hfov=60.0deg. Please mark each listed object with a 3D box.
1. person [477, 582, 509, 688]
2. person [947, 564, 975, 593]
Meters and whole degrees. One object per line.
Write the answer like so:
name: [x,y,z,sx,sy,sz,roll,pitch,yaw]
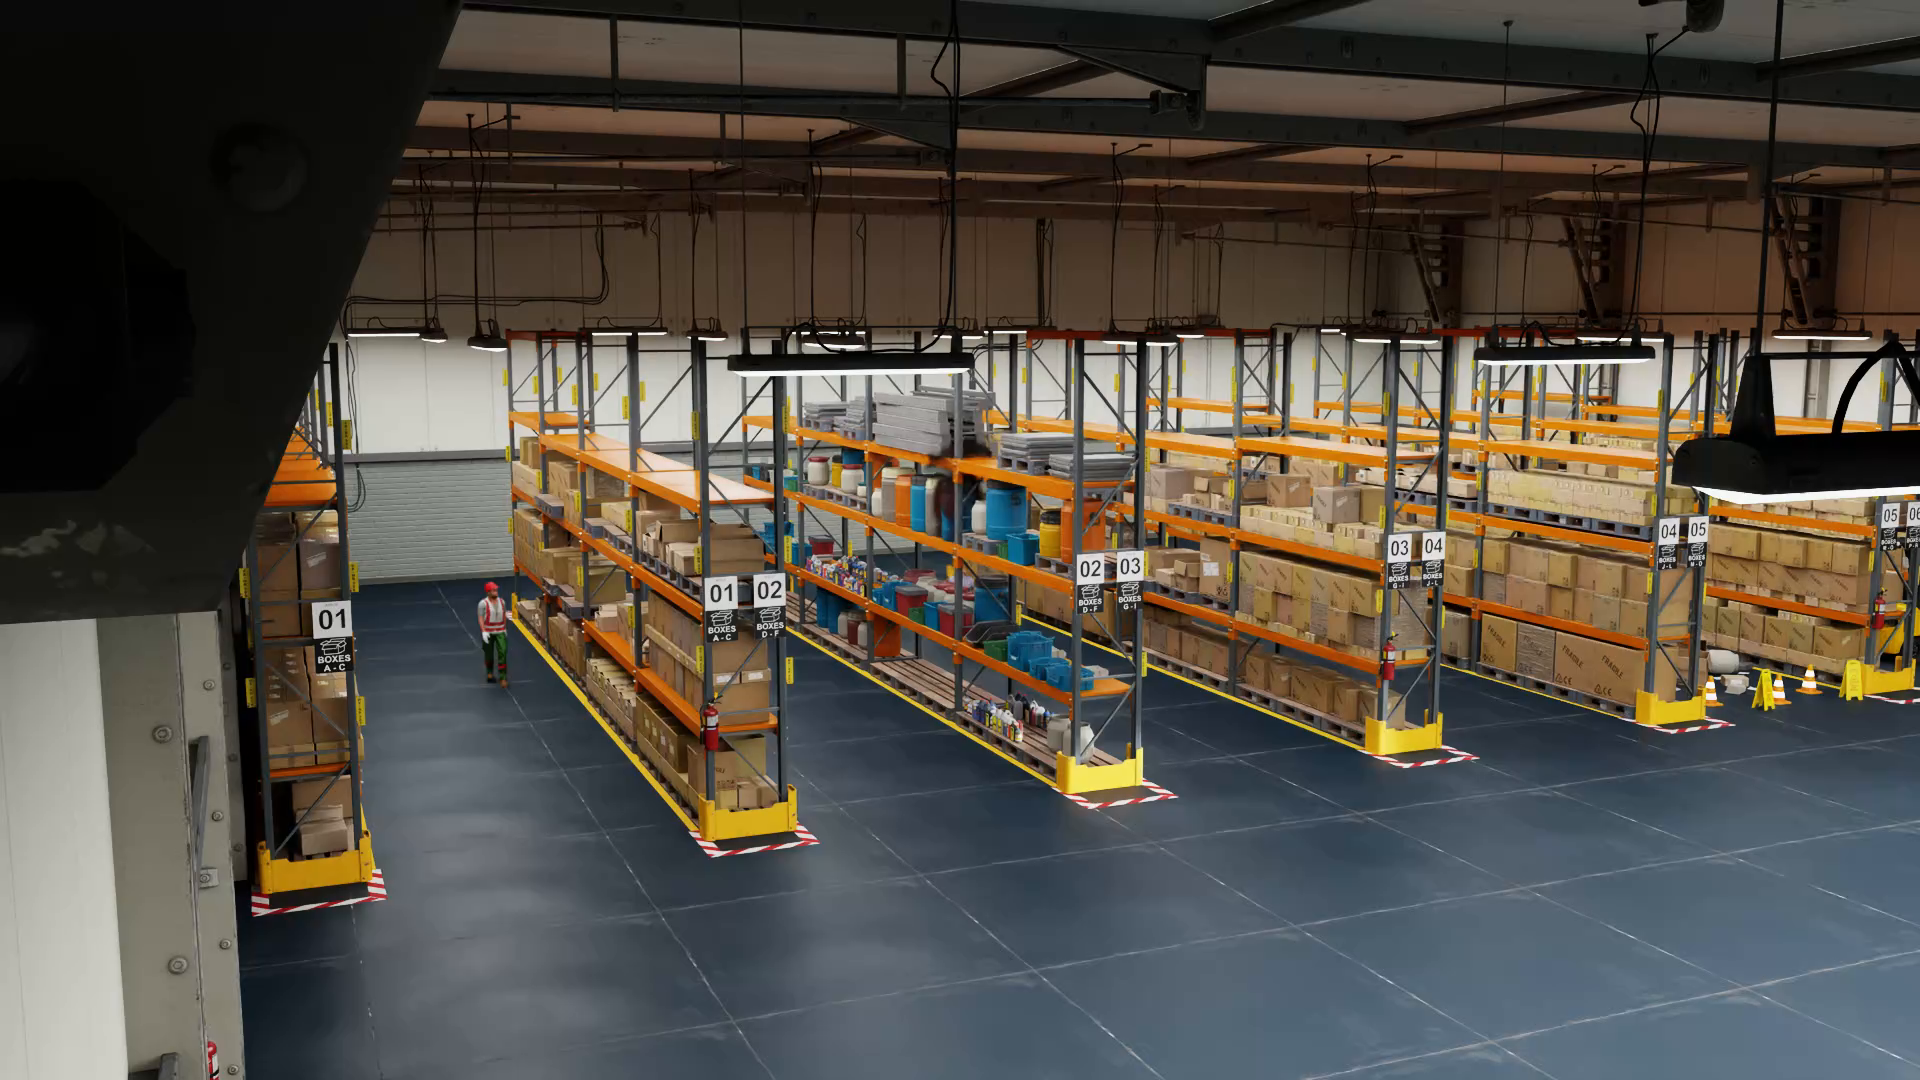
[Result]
person: [-7.972,1.589,28.424,0.518,1.749,0.994,-3,8,-23]
person: [0.065,1.250,31.346,0.612,1.589,1.028,-3,8,-22]
